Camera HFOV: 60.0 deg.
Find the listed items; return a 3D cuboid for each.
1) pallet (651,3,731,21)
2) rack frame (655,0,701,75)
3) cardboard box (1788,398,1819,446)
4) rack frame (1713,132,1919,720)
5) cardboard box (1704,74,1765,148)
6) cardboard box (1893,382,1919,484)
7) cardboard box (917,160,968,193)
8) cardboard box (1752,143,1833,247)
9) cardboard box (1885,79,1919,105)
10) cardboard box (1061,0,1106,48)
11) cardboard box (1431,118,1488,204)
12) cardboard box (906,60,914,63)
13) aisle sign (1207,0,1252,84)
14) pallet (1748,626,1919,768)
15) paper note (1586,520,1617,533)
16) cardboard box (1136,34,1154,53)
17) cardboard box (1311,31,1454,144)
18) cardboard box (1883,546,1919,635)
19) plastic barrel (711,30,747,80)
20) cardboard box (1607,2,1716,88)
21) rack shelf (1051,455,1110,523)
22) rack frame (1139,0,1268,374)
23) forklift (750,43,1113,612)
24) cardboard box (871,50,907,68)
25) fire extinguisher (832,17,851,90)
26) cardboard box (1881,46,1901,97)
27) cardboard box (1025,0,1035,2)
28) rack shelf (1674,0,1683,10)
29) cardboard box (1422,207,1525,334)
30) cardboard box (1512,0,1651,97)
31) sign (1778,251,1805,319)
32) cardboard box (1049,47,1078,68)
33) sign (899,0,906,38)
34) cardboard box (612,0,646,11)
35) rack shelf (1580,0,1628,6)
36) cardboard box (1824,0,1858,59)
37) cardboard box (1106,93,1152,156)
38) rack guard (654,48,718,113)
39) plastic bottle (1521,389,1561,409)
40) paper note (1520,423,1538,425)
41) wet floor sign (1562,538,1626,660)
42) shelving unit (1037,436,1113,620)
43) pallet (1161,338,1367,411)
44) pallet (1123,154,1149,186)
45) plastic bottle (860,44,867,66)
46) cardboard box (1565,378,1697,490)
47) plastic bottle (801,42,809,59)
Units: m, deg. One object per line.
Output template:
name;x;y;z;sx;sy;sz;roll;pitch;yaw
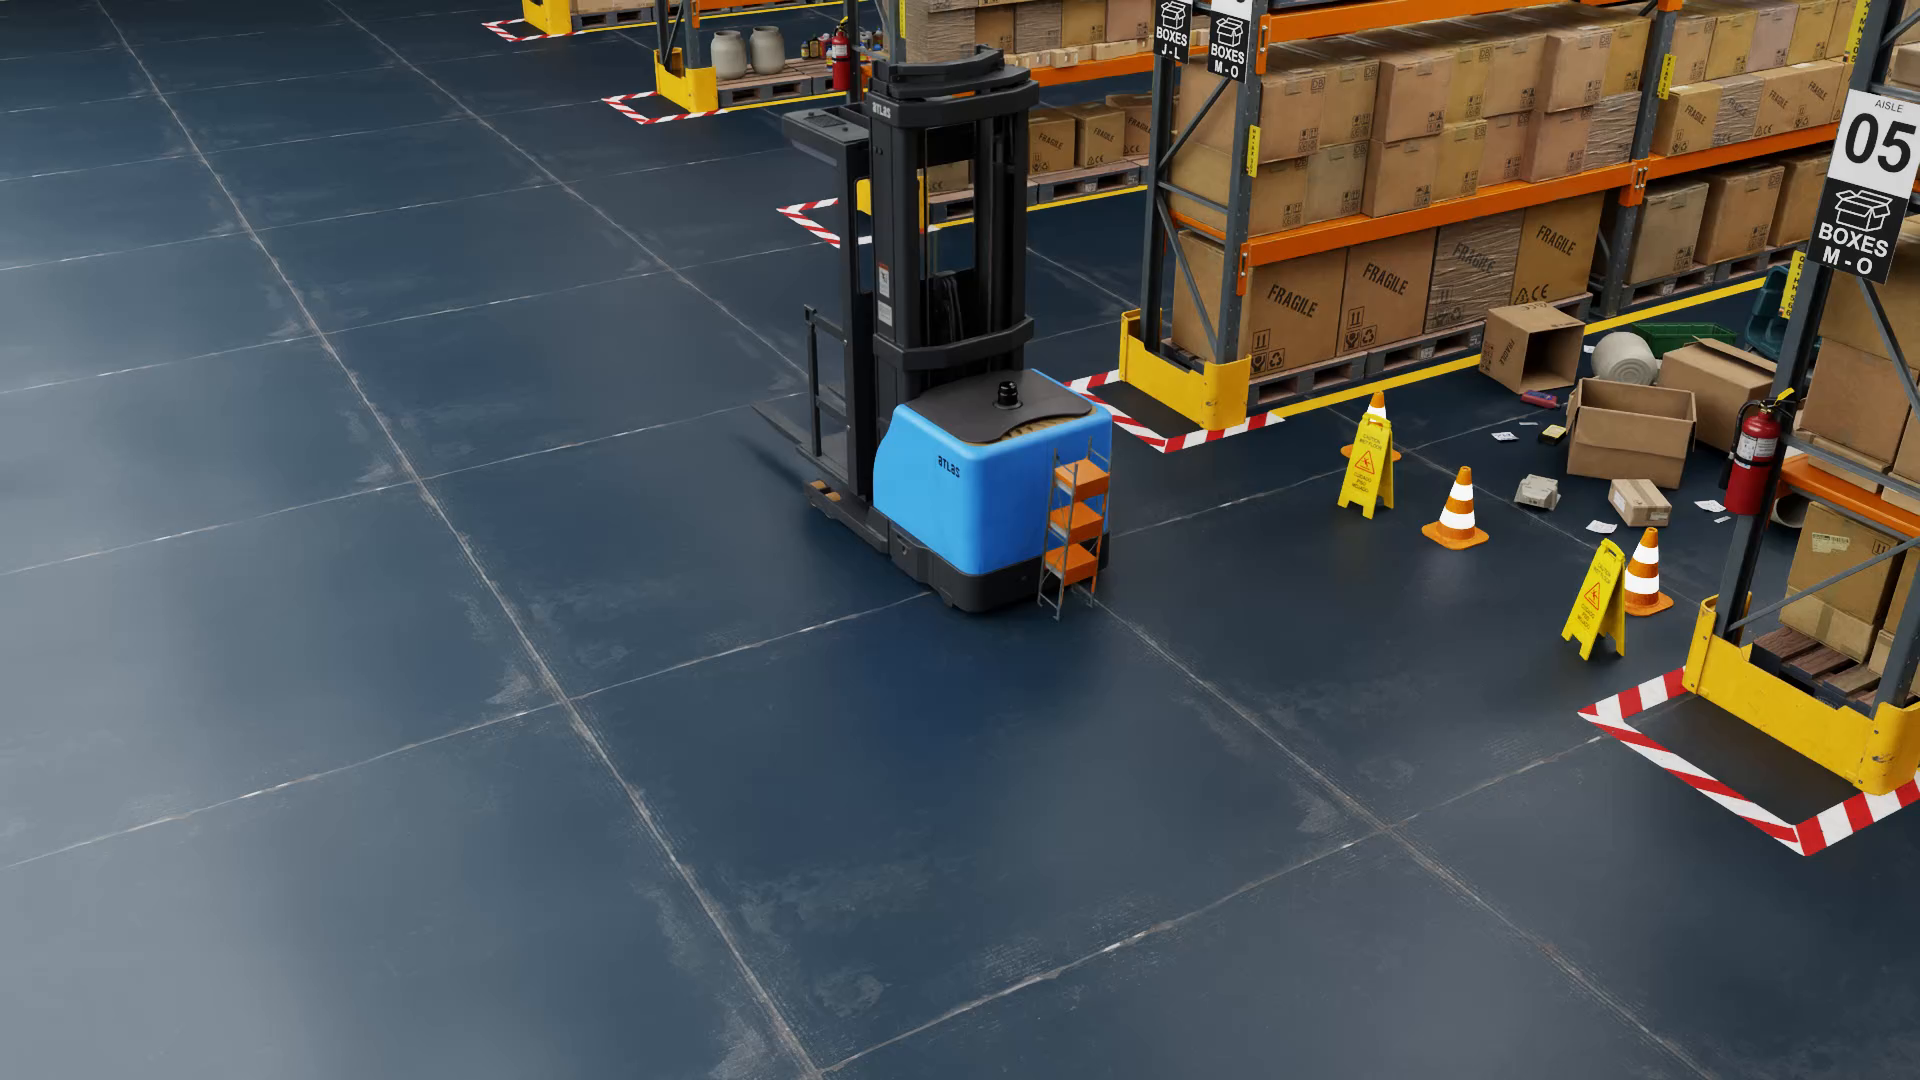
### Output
pallet;-4.112;-7.860;24.373;1.213;0.211;1.003;-16;33;-26
rack frame;-3.294;-6.516;19.050;0.127;3.000;1.000;-16;33;-26
cardboard box;5.895;-0.801;11.524;0.258;0.266;0.396;10;30;17
rack frame;4.236;-0.324;7.831;0.127;3.000;1.000;-16;33;-26
cardboard box;6.114;-3.525;13.527;0.500;0.500;0.500;-16;32;-26
cardboard box;4.785;-0.498;7.735;0.500;0.500;0.500;-16;33;-27
cardboard box;-0.238;-3.688;16.078;0.500;0.500;0.500;-10;30;-17
cardboard box;7.215;-3.191;14.920;0.750;0.750;1.050;-15;32;-26
cardboard box;4.540;-1.939;7.501;0.500;0.250;0.500;-16;33;-27
cardboard box;0.963;-5.144;16.153;0.500;0.500;0.875;-16;33;-26
cardboard box;3.383;-2.912;12.365;0.500;0.550;0.875;-16;33;-26
cardboard box;-0.418;-4.313;15.318;0.250;0.149;0.380;-16;33;-26
aisle sign;1.732;-3.357;10.636;0.004;0.787;0.394;-16;33;-26
pallet;5.020;0.694;8.872;1.213;0.211;1.003;-16;33;-26
paper note;4.042;-0.085;10.470;0.148;0.019;0.142;22;36;34
cardboard box;1.720;-4.939;16.453;0.250;0.149;0.380;-16;33;-26
cardboard box;2.959;-3.228;11.820;0.550;0.550;0.875;-16;33;-26
cardboard box;5.091;0.279;8.372;0.500;0.500;0.500;-17;33;-28
plastic barrel;-2.765;-5.803;19.899;0.421;0.512;0.421;0;29;0
cardboard box;5.515;-3.946;13.256;0.500;0.500;0.700;-16;33;-27
rack shelf;0.658;-0.281;9.188;0.240;0.259;0.215;-19;41;-30
rack frame;1.641;-2.361;11.522;0.127;3.000;1.000;-16;33;-26
forklift;-0.351;-1.536;10.098;1.130;2.935;3.031;-18;34;-29
cardboard box;-0.644;-4.498;15.654;0.250;0.149;0.380;-16;33;-26
fire extinguisher;-1.117;-4.582;15.627;0.183;0.674;0.296;-16;33;-26
cardboard box;7.855;-4.020;14.424;0.500;0.500;0.500;-16;33;-26
cardboard box;0.692;-5.328;15.451;0.500;0.500;0.500;-16;33;-26
rack shelf;6.814;-4.828;13.633;4.000;0.370;1.077;-16;33;-26
cardboard box;3.737;-2.247;13.080;0.875;0.875;0.875;-16;33;-26
cardboard box;4.754;-3.803;12.862;0.550;0.550;0.875;-16;33;-26
sign;3.972;-1.205;7.902;0.005;0.325;0.100;-16;33;-26
cardboard box;0.924;-4.639;15.911;0.250;0.149;0.380;-16;33;-26
sign;-0.510;-4.605;14.693;0.005;0.325;0.100;-16;33;-26
cardboard box;-4.796;-7.722;23.648;0.500;0.250;0.500;-16;33;-26
rack shelf;7.837;-6.585;19.921;4.000;0.370;1.077;-16;33;-26
cardboard box;7.269;-4.444;14.159;0.500;0.500;0.700;-16;33;-27
cardboard box;1.809;-4.296;17.181;0.500;0.500;0.500;-6;29;-11
rack guard;-3.252;-5.459;19.723;0.348;0.500;1.175;-16;33;-26
plastic bottle;4.258;-1.020;12.134;0.283;0.061;0.133;22;36;34
paper note;4.049;-0.828;11.838;0.123;0.001;0.032;0;29;0
wet floor sign;3.530;0.308;9.123;0.232;0.644;0.267;-5;29;-9
shelving unit;0.641;-0.056;9.342;0.252;1.050;0.215;-19;41;-30
pallet;2.291;-1.369;12.610;1.213;0.211;1.003;-16;33;-26
pallet;2.103;-4.031;17.435;1.213;0.211;1.003;-16;33;-26
plastic bottle;-1.191;-5.936;20.368;0.097;0.271;0.097;0;29;0
cardboard box;4.467;-0.716;11.124;0.797;0.503;0.637;10;30;17
plastic bottle;-1.933;-6.115;20.765;0.097;0.201;0.097;0;29;0
